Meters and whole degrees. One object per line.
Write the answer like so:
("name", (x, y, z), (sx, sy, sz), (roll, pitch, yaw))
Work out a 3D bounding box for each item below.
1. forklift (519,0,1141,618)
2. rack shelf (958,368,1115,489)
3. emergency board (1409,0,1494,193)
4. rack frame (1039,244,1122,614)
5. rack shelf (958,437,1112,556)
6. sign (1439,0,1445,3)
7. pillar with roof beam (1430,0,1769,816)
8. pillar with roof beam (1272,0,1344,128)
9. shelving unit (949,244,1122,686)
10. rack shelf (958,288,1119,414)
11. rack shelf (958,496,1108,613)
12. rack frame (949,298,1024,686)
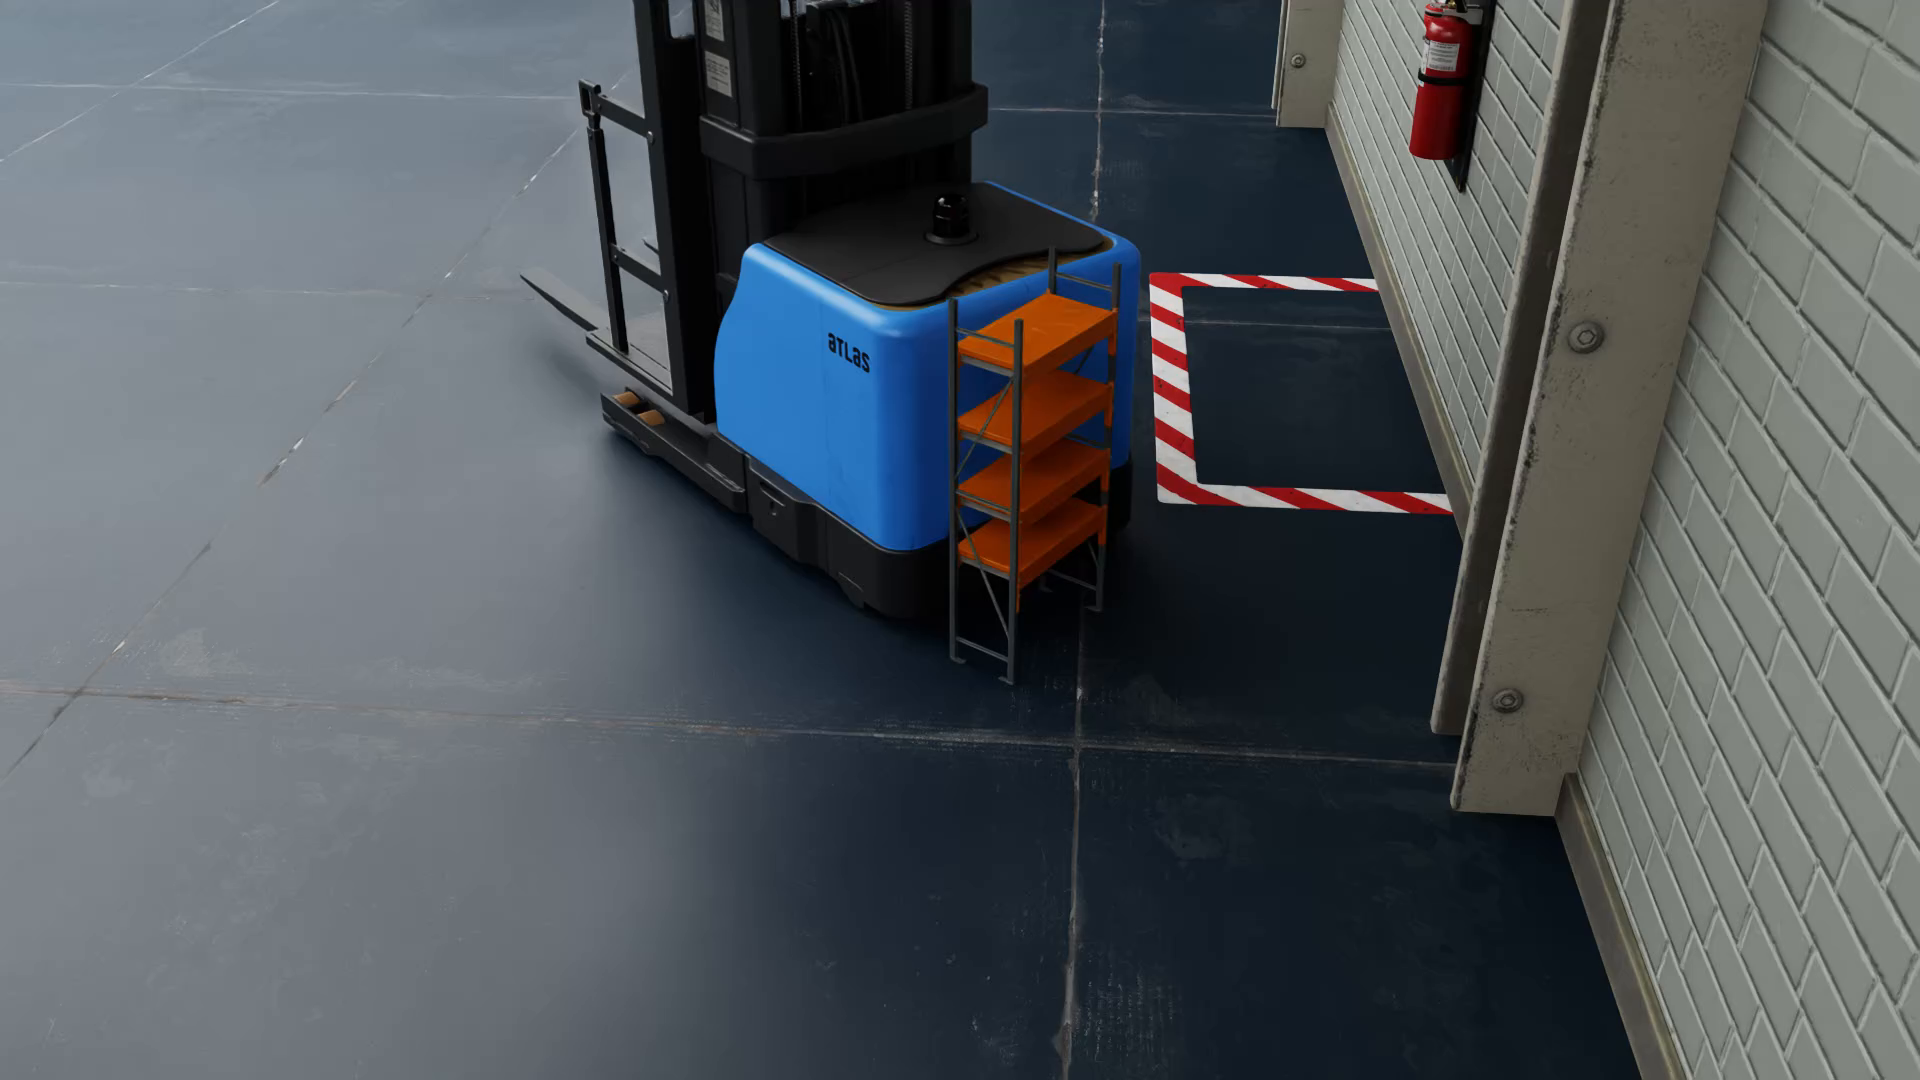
("forklift", (-0.718, -1.712, 5.735), (1.130, 2.935, 3.031), (-22, 38, -32))
("rack shelf", (0.215, -0.344, 4.867), (0.258, 0.148, 0.480), (21, 38, 31))
("emergency board", (1.758, -1.925, 6.014), (0.194, 1.169, 0.643), (2, 32, 4))
("rack frame", (0.362, -0.314, 5.115), (0.240, 1.200, 0.015), (21, 38, 31))
("rack shelf", (0.215, -0.154, 4.985), (0.258, 0.148, 0.480), (21, 38, 31))
("sign", (1.905, -2.225, 6.467), (0.001, 0.329, 0.234), (2, 32, 4))
("pillar with roof beam", (-2.772, -3.372, 2.644), (9.100, 9.000, 0.400), (2, 32, 4))
("pillar with roof beam", (-2.284, -6.509, 7.735), (9.100, 9.000, 0.400), (2, 32, 4))
("shelving unit", (0.215, -0.211, 4.949), (0.258, 1.200, 0.503), (21, 38, 31))
("rack shelf", (0.215, -0.546, 4.743), (0.258, 0.148, 0.480), (21, 38, 31))
("rack shelf", (0.215, 0.015, 5.089), (0.258, 0.148, 0.480), (21, 38, 31))
("rack frame", (0.069, -0.109, 4.783), (0.240, 1.200, 0.015), (21, 38, 31))
